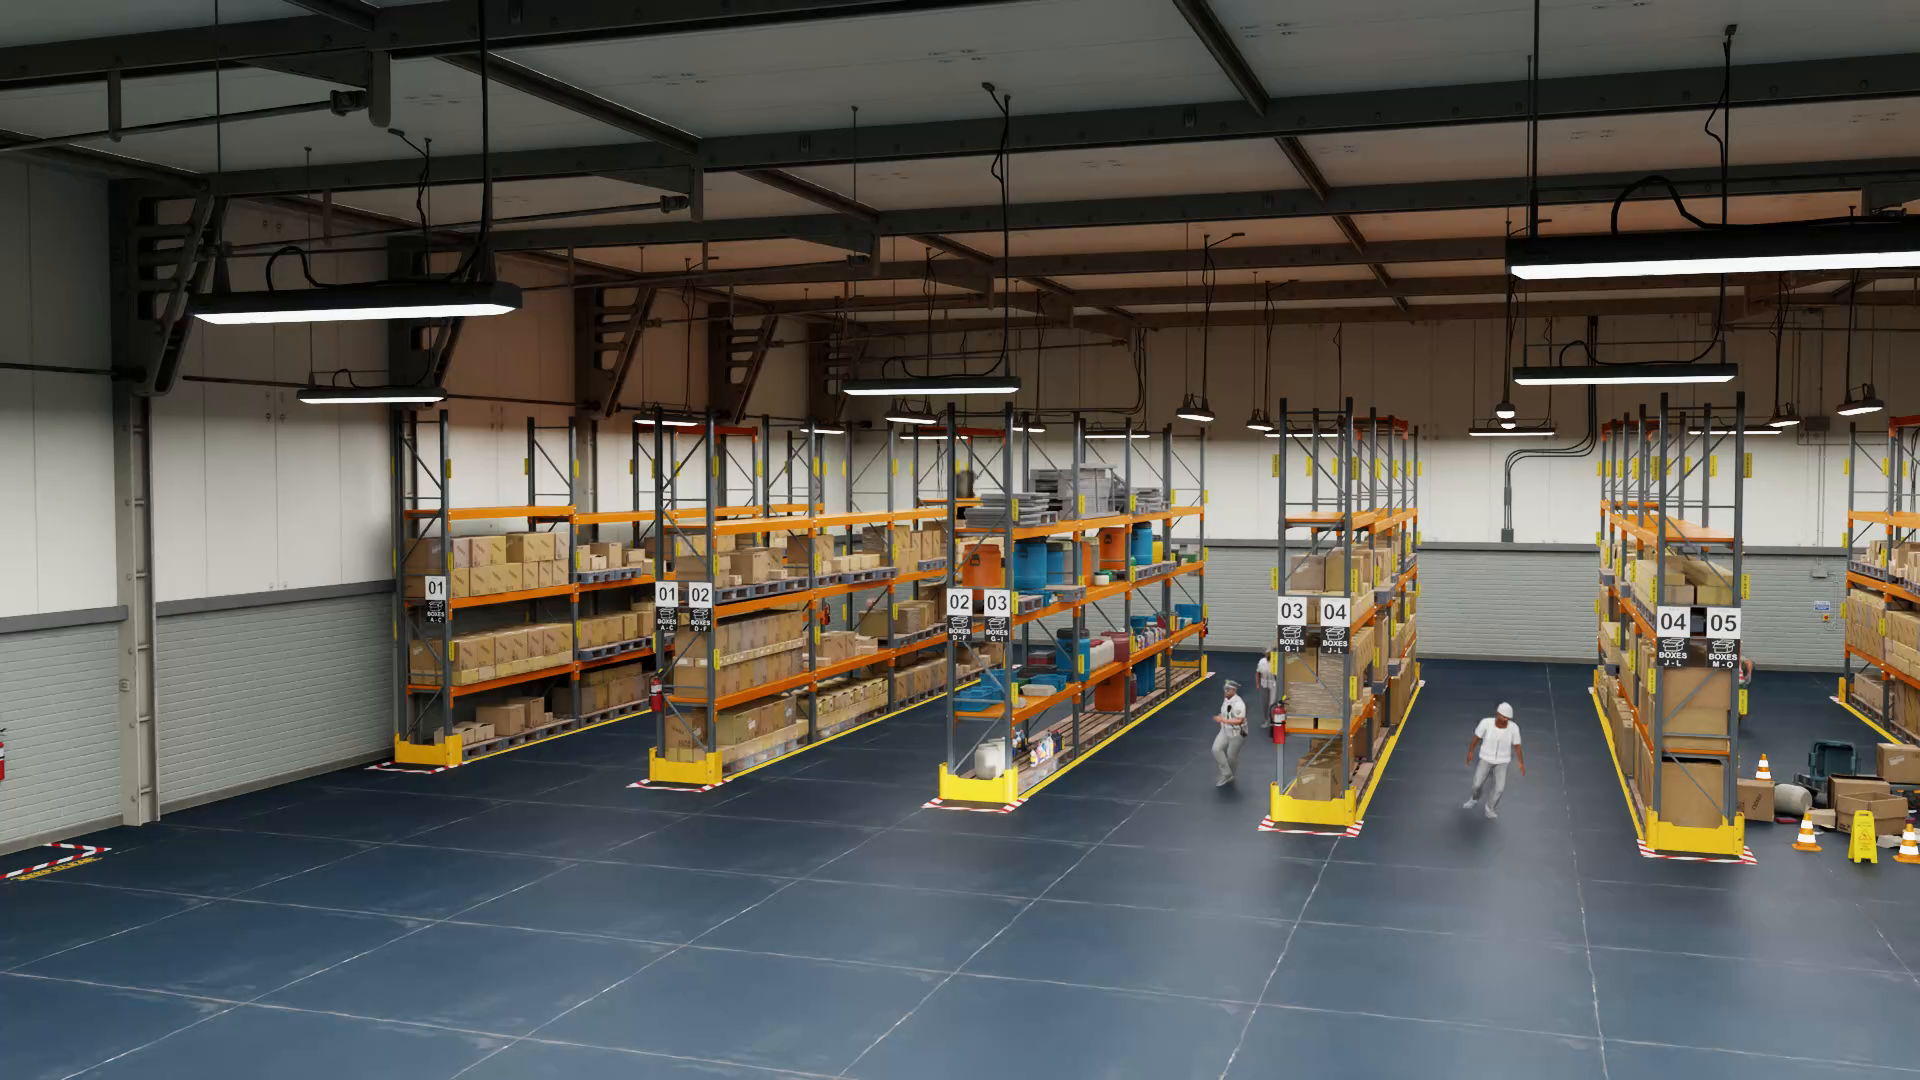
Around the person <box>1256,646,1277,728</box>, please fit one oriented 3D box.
[{"bbox_3d":[5.989,2.828,31.946,0.563,1.641,0.615,2,3,32],"label":"person"}]

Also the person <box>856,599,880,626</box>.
[{"bbox_3d":[-2.245,2.351,41.328,0.658,1.779,0.848,1,3,18],"label":"person"}]

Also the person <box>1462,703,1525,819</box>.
[{"bbox_3d":[7.614,3.129,23.698,0.820,1.680,0.700,0,2,11],"label":"person"}]

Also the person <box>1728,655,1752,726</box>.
[{"bbox_3d":[15.135,2.820,32.546,0.693,1.586,0.884,0,2,-2],"label":"person"}]

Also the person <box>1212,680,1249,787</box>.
[{"bbox_3d":[4.265,3.020,26.208,0.723,1.693,0.791,-2,3,-38],"label":"person"}]
